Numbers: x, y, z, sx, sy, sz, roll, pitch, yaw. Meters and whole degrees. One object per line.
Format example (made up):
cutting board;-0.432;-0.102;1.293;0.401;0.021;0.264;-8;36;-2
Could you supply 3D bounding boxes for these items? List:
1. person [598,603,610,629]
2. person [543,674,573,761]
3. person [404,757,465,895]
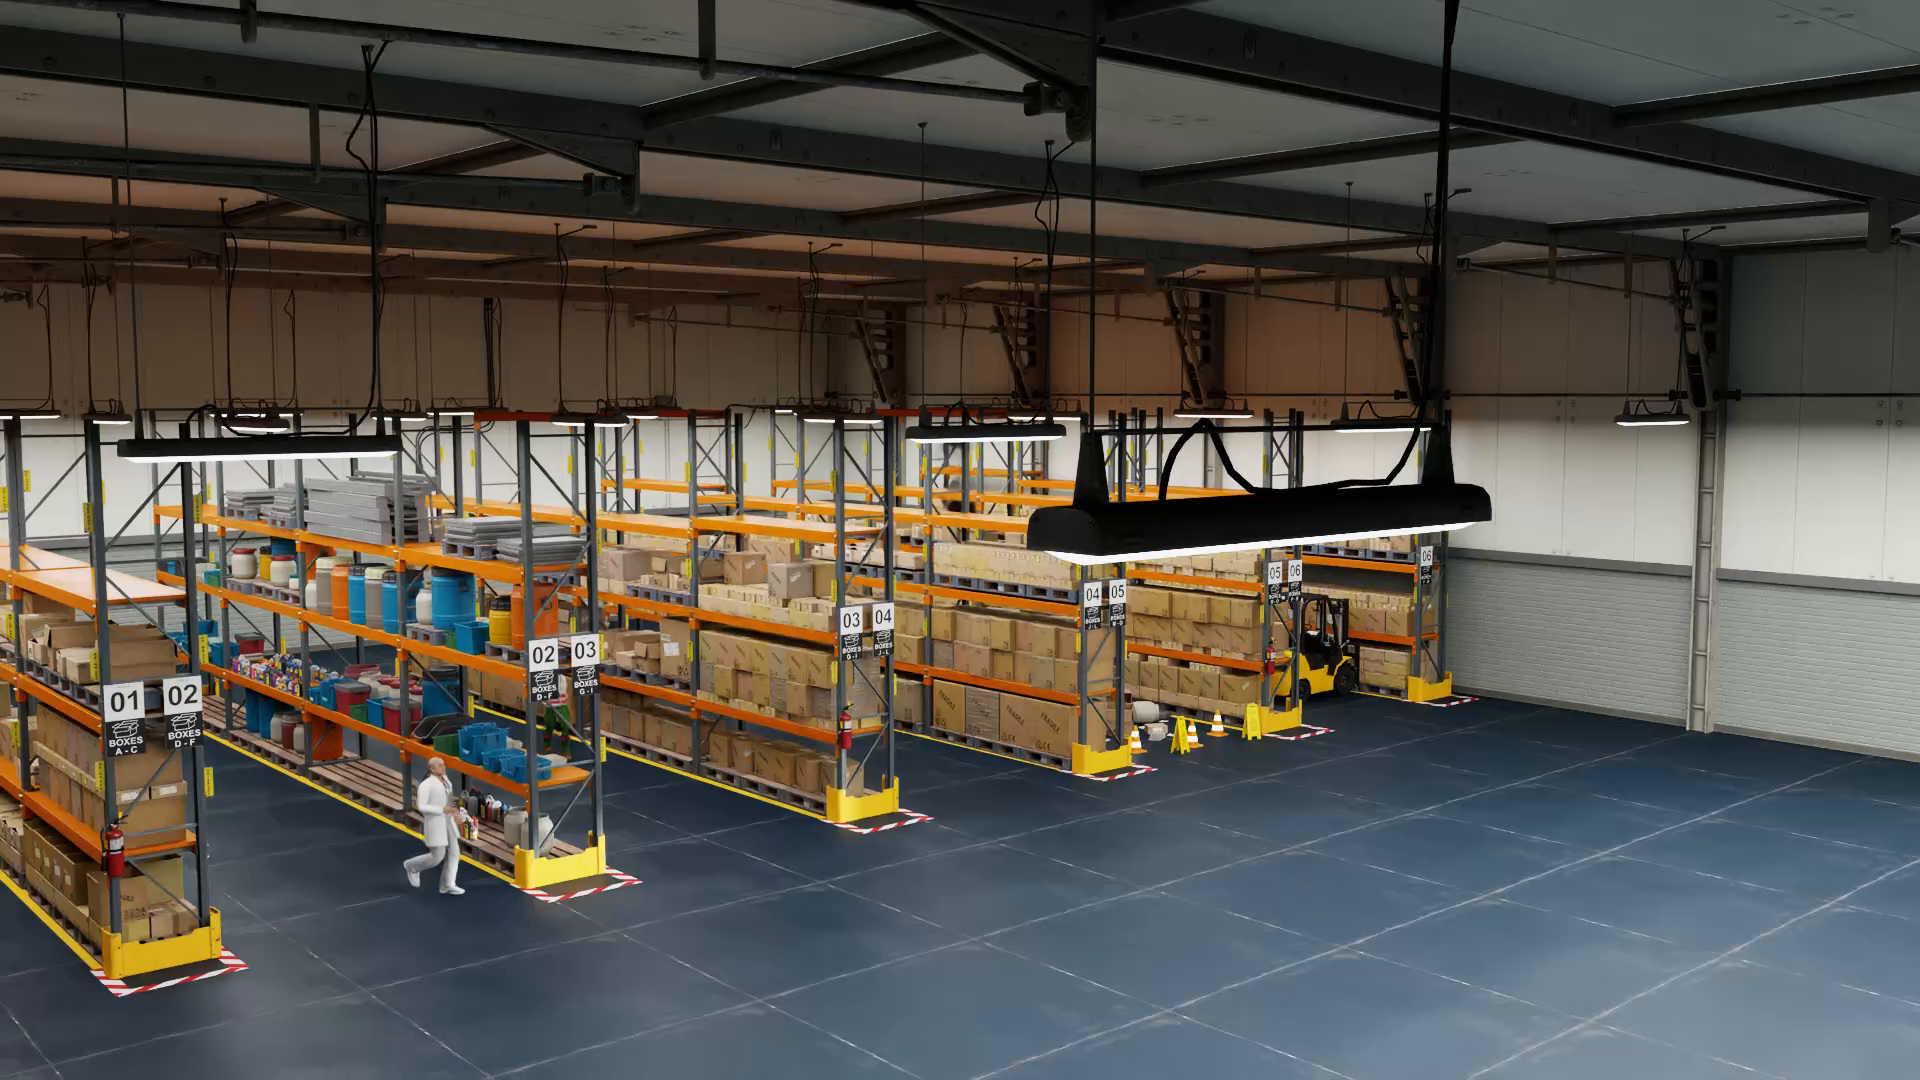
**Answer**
person;-8.144;2.233;37.403;0.581;1.658;0.630;-3;6;-31
person;-7.051;2.913;28.884;0.792;1.851;0.616;5;7;44
person;-6.645;3.605;21.058;0.835;1.745;0.712;2;5;17
